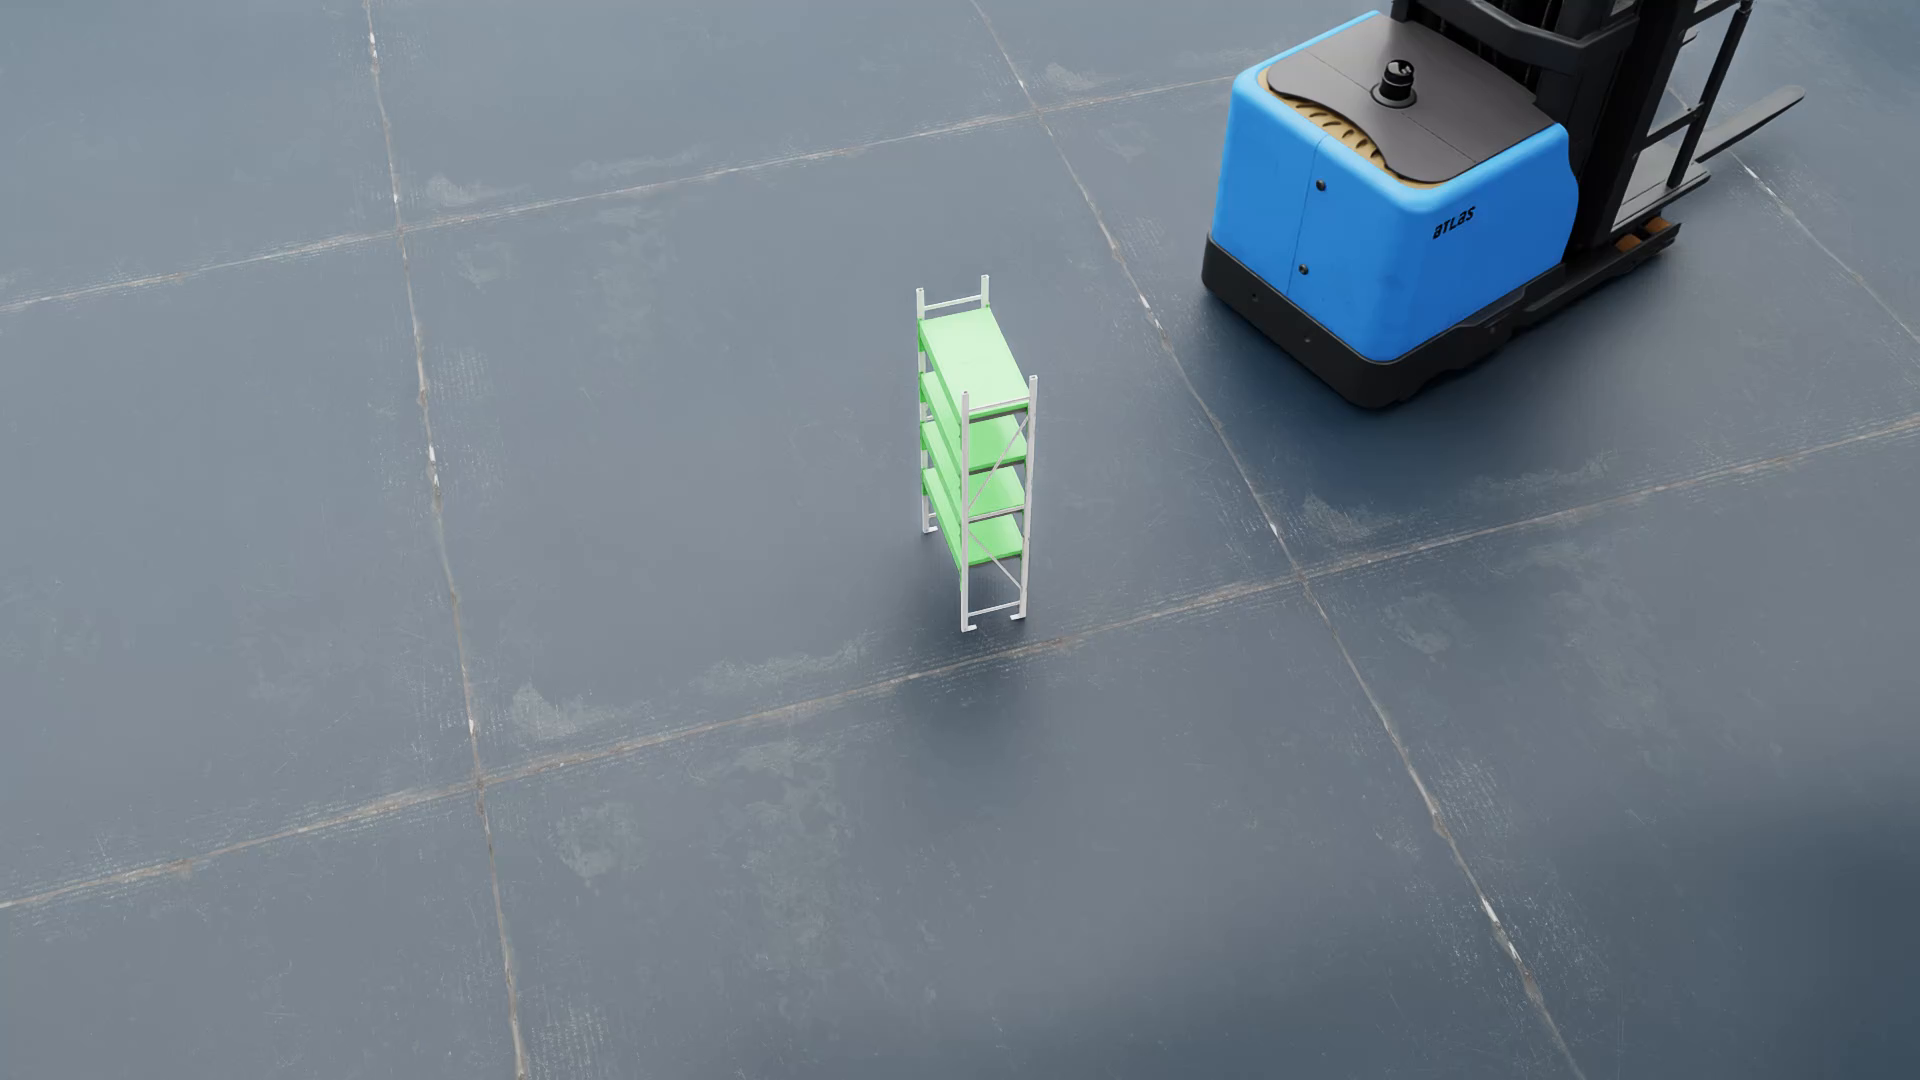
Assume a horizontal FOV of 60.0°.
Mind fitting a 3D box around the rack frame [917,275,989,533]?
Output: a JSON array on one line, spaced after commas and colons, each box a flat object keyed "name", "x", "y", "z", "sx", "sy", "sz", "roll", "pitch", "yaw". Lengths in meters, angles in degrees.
[{"name": "rack frame", "x": -0.023, "y": -0.444, "z": 5.840, "sx": 0.240, "sy": 1.200, "sz": 0.015, "roll": -13, "pitch": 51, "yaw": -11}]

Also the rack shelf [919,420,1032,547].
[{"name": "rack shelf", "x": 0.049, "y": -0.225, "z": 5.738, "sx": 0.258, "sy": 0.148, "sz": 0.480, "roll": -13, "pitch": 51, "yaw": -11}]

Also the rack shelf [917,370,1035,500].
[{"name": "rack shelf", "x": 0.049, "y": -0.379, "z": 5.555, "sx": 0.258, "sy": 0.148, "sz": 0.480, "roll": -13, "pitch": 51, "yaw": -11}]

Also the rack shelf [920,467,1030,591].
[{"name": "rack shelf", "x": 0.049, "y": -0.070, "z": 5.922, "sx": 0.258, "sy": 0.148, "sz": 0.480, "roll": -13, "pitch": 51, "yaw": -11}]

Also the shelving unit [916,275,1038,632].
[{"name": "shelving unit", "x": 0.049, "y": -0.266, "z": 5.689, "sx": 0.258, "sy": 1.200, "sz": 0.503, "roll": -13, "pitch": 51, "yaw": -11}]

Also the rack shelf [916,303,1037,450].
[{"name": "rack shelf", "x": 0.049, "y": -0.534, "z": 5.371, "sx": 0.258, "sy": 0.148, "sz": 0.480, "roll": -13, "pitch": 51, "yaw": -11}]

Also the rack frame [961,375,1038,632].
[{"name": "rack frame", "x": 0.121, "y": -0.088, "z": 5.539, "sx": 0.240, "sy": 1.200, "sz": 0.015, "roll": -13, "pitch": 51, "yaw": -11}]

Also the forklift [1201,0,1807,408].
[{"name": "forklift", "x": 2.516, "y": -2.401, "z": 6.357, "sx": 3.031, "sy": 2.935, "sz": 1.130, "roll": -30, "pitch": 56, "yaw": -23}]
